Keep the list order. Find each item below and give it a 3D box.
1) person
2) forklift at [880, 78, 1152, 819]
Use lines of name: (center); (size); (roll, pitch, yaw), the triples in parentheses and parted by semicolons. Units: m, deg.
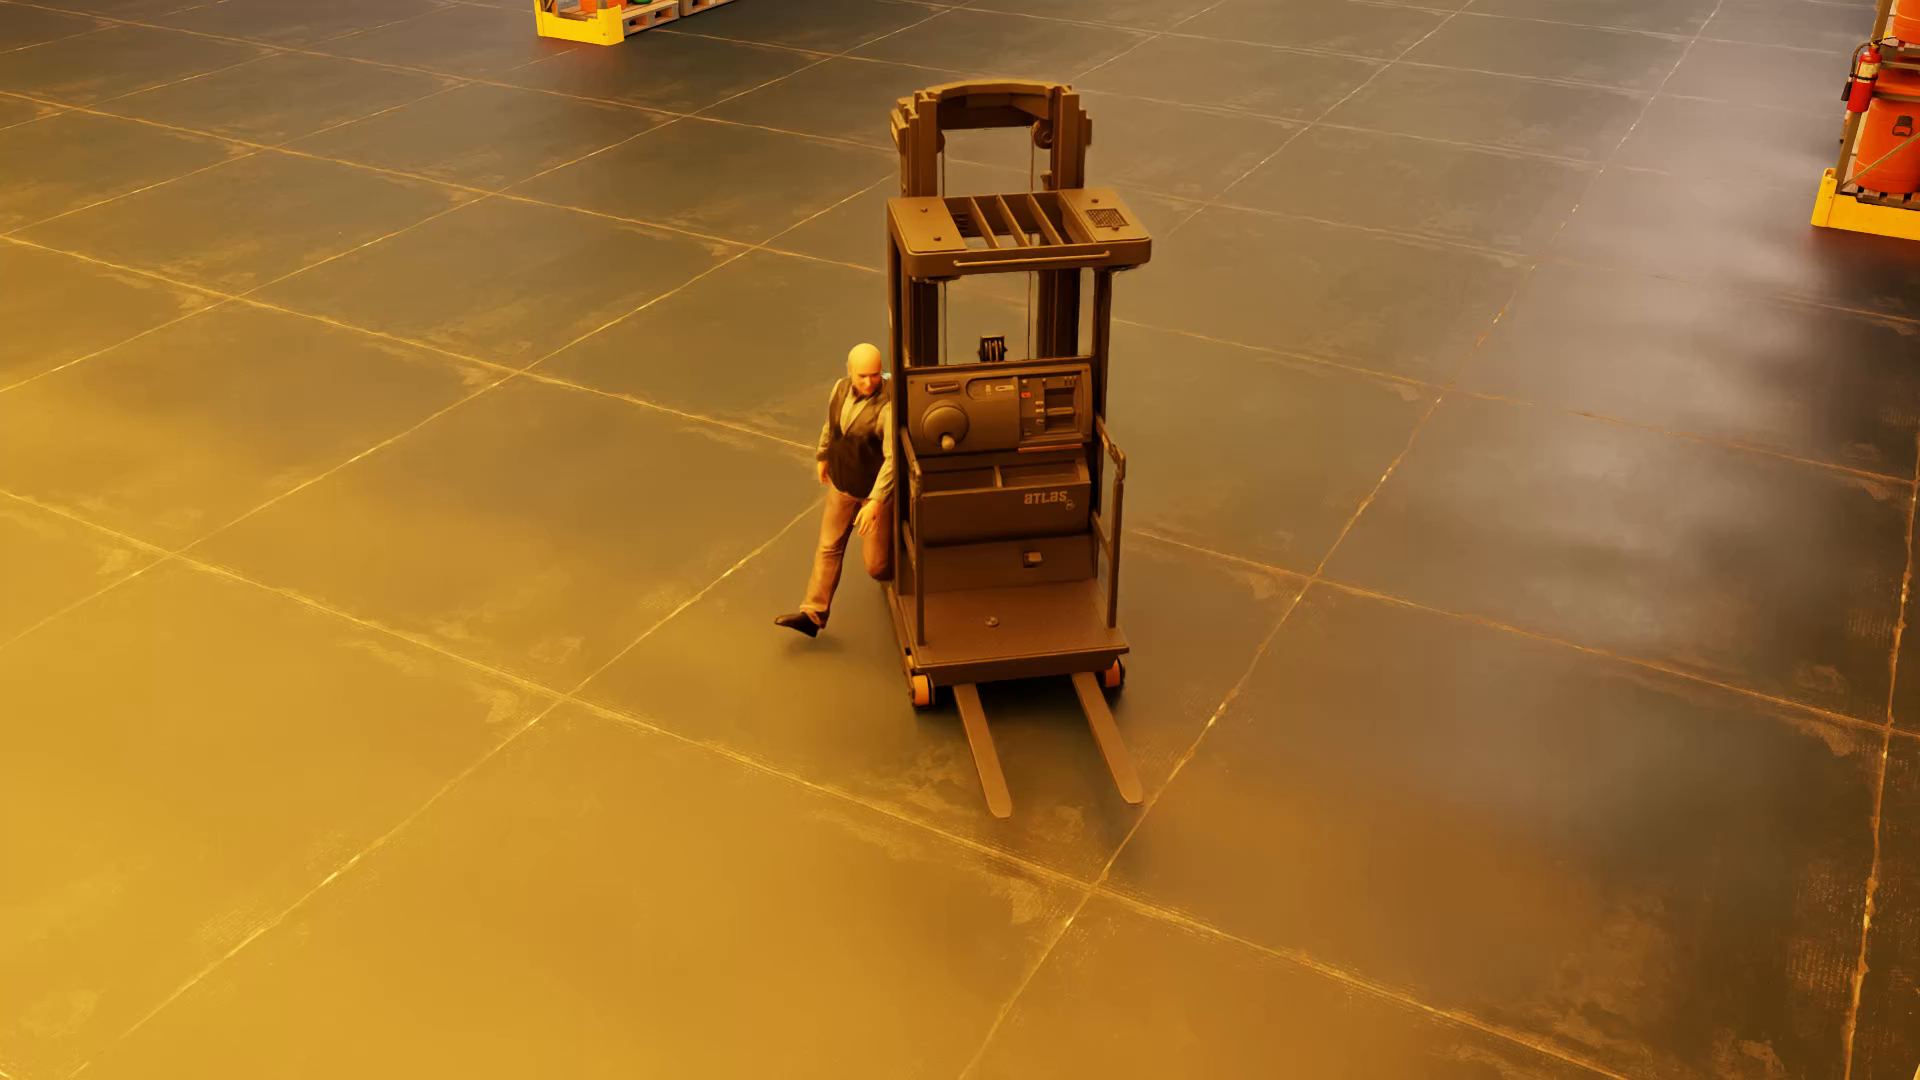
person: (-0.604, -0.262, 8.761); (0.723, 1.625, 0.945); (21, 36, 32)
forklift: (0.241, -0.609, 8.126); (1.130, 2.935, 3.031); (-5, 30, -8)
